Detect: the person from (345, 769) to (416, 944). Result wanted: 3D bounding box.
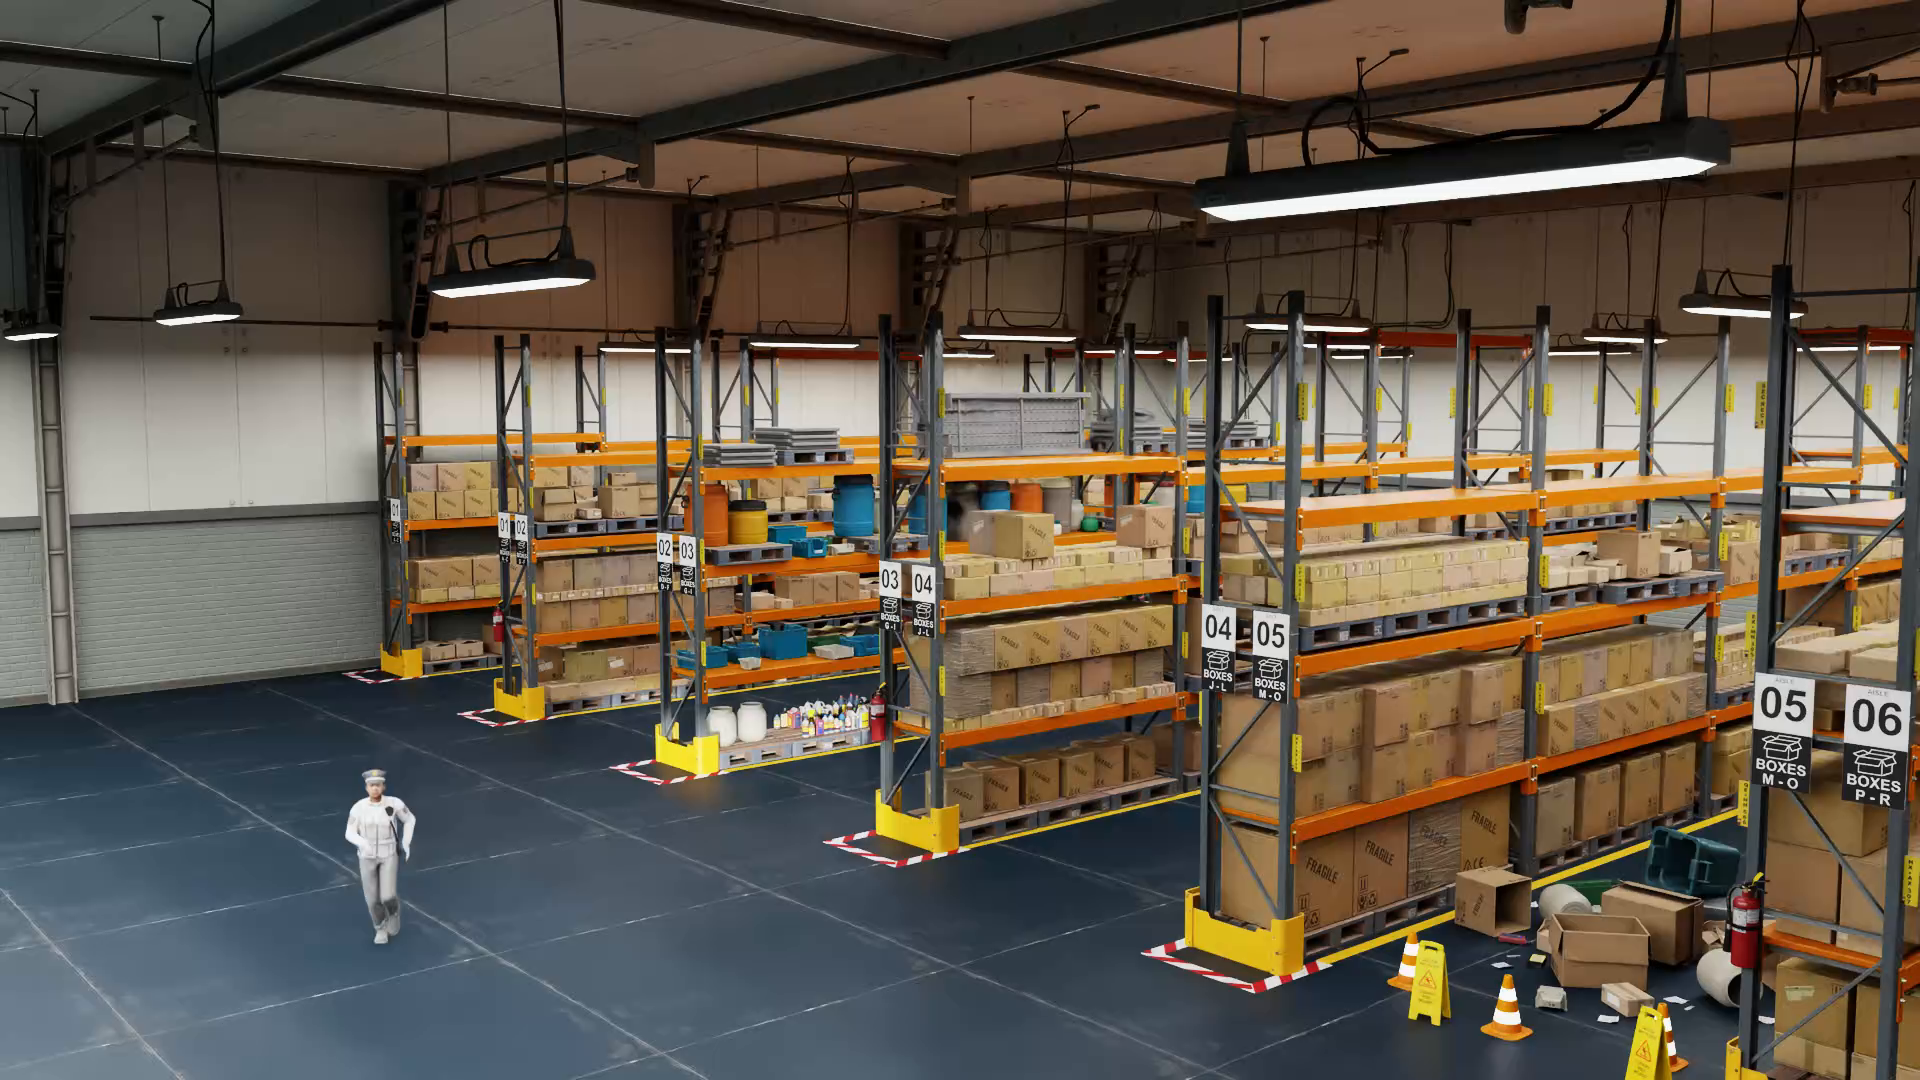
[{"bbox_3d":[-5.359,2.928,15.362,0.597,1.643,0.569,-1,5,-12],"label":"person"}]
